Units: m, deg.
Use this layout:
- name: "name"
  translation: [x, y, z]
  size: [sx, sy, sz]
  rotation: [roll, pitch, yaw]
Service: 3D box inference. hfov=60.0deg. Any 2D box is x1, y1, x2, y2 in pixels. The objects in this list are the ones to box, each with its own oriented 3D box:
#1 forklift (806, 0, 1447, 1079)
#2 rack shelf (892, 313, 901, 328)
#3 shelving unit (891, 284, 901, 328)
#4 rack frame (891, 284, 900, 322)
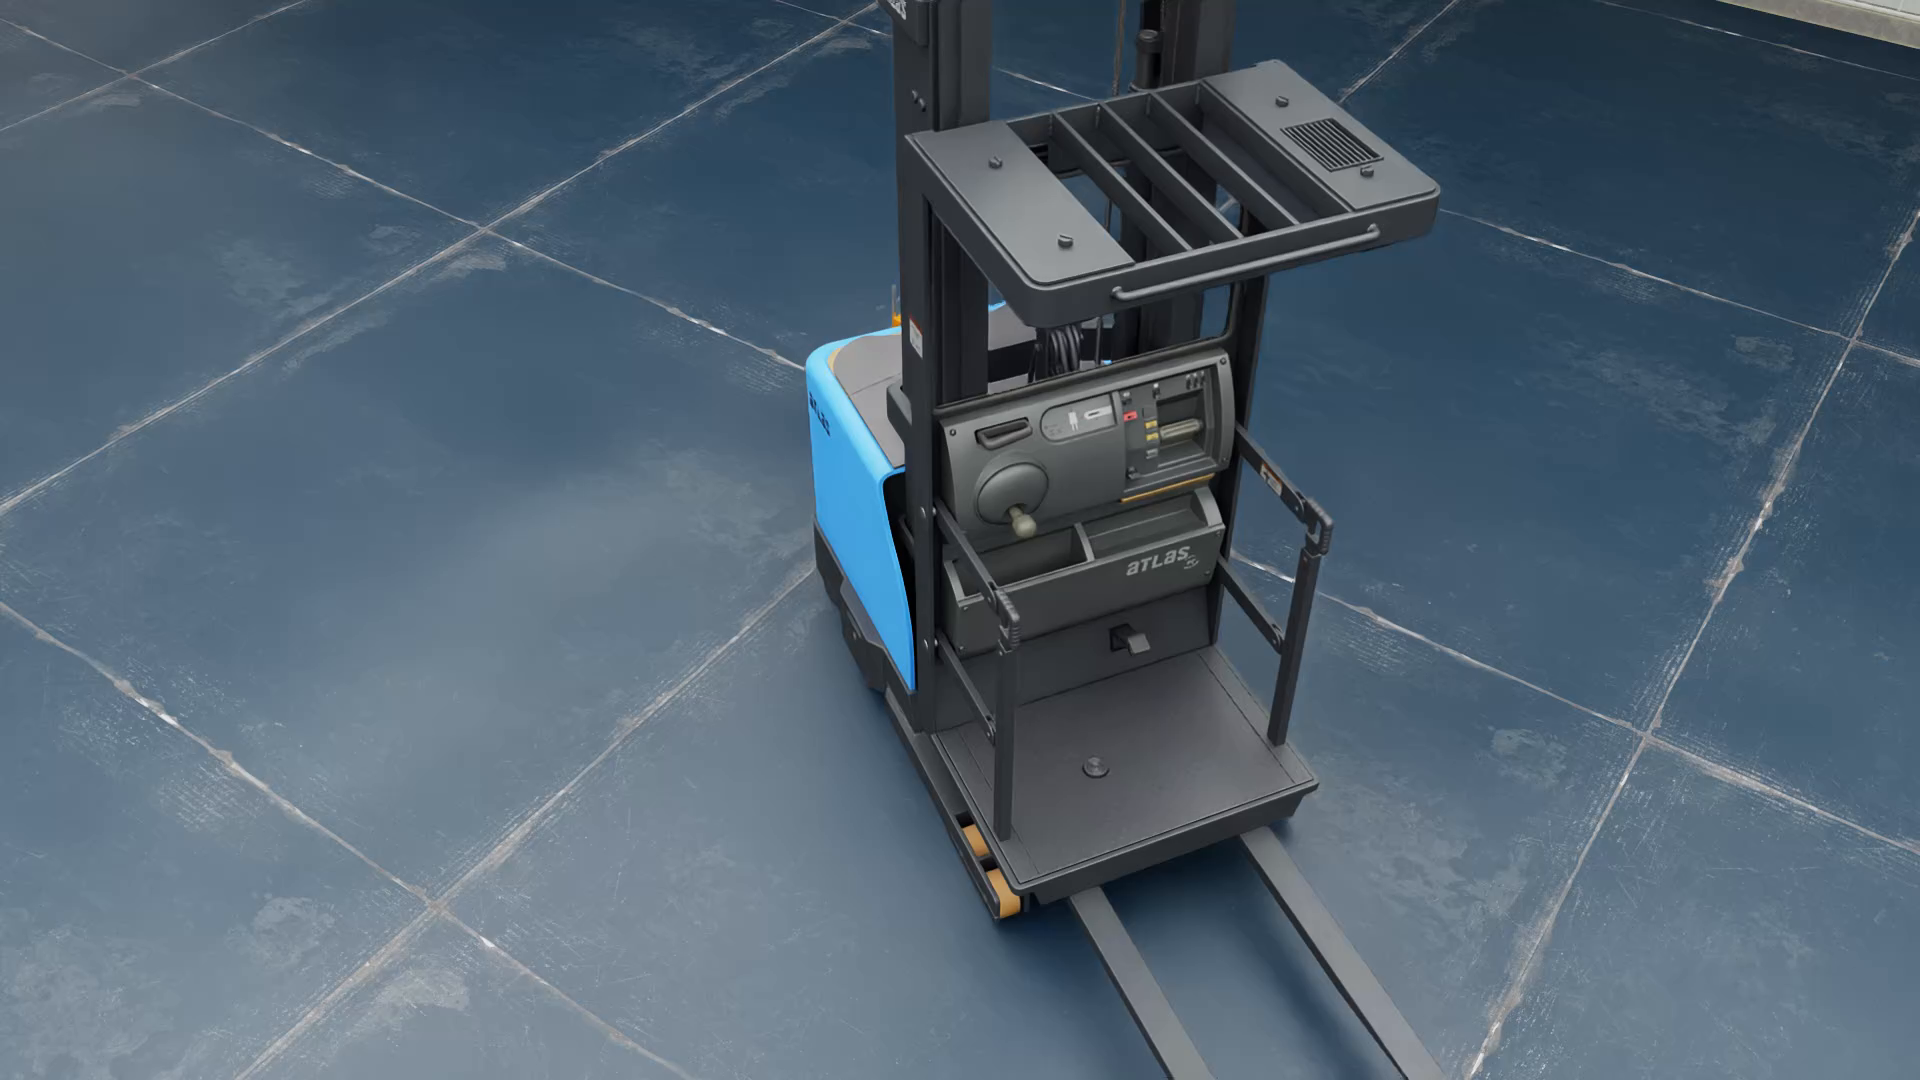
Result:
- name: "forklift"
  translation: [0.480, -0.199, 4.774]
  size: [1.130, 2.935, 3.031]
  rotation: [-16, 44, -17]
- name: "rack shelf"
  translation: [-0.099, -0.752, 6.393]
  size: [0.215, 0.259, 0.240]
  rotation: [-33, 51, -31]
- name: "shelving unit"
  translation: [-0.099, -0.548, 6.575]
  size: [0.215, 1.050, 0.252]
  rotation: [-33, 51, -31]
- name: "rack frame"
  translation: [-0.184, -0.607, 6.641]
  size: [0.200, 1.050, 0.008]
  rotation: [-33, 51, -31]
